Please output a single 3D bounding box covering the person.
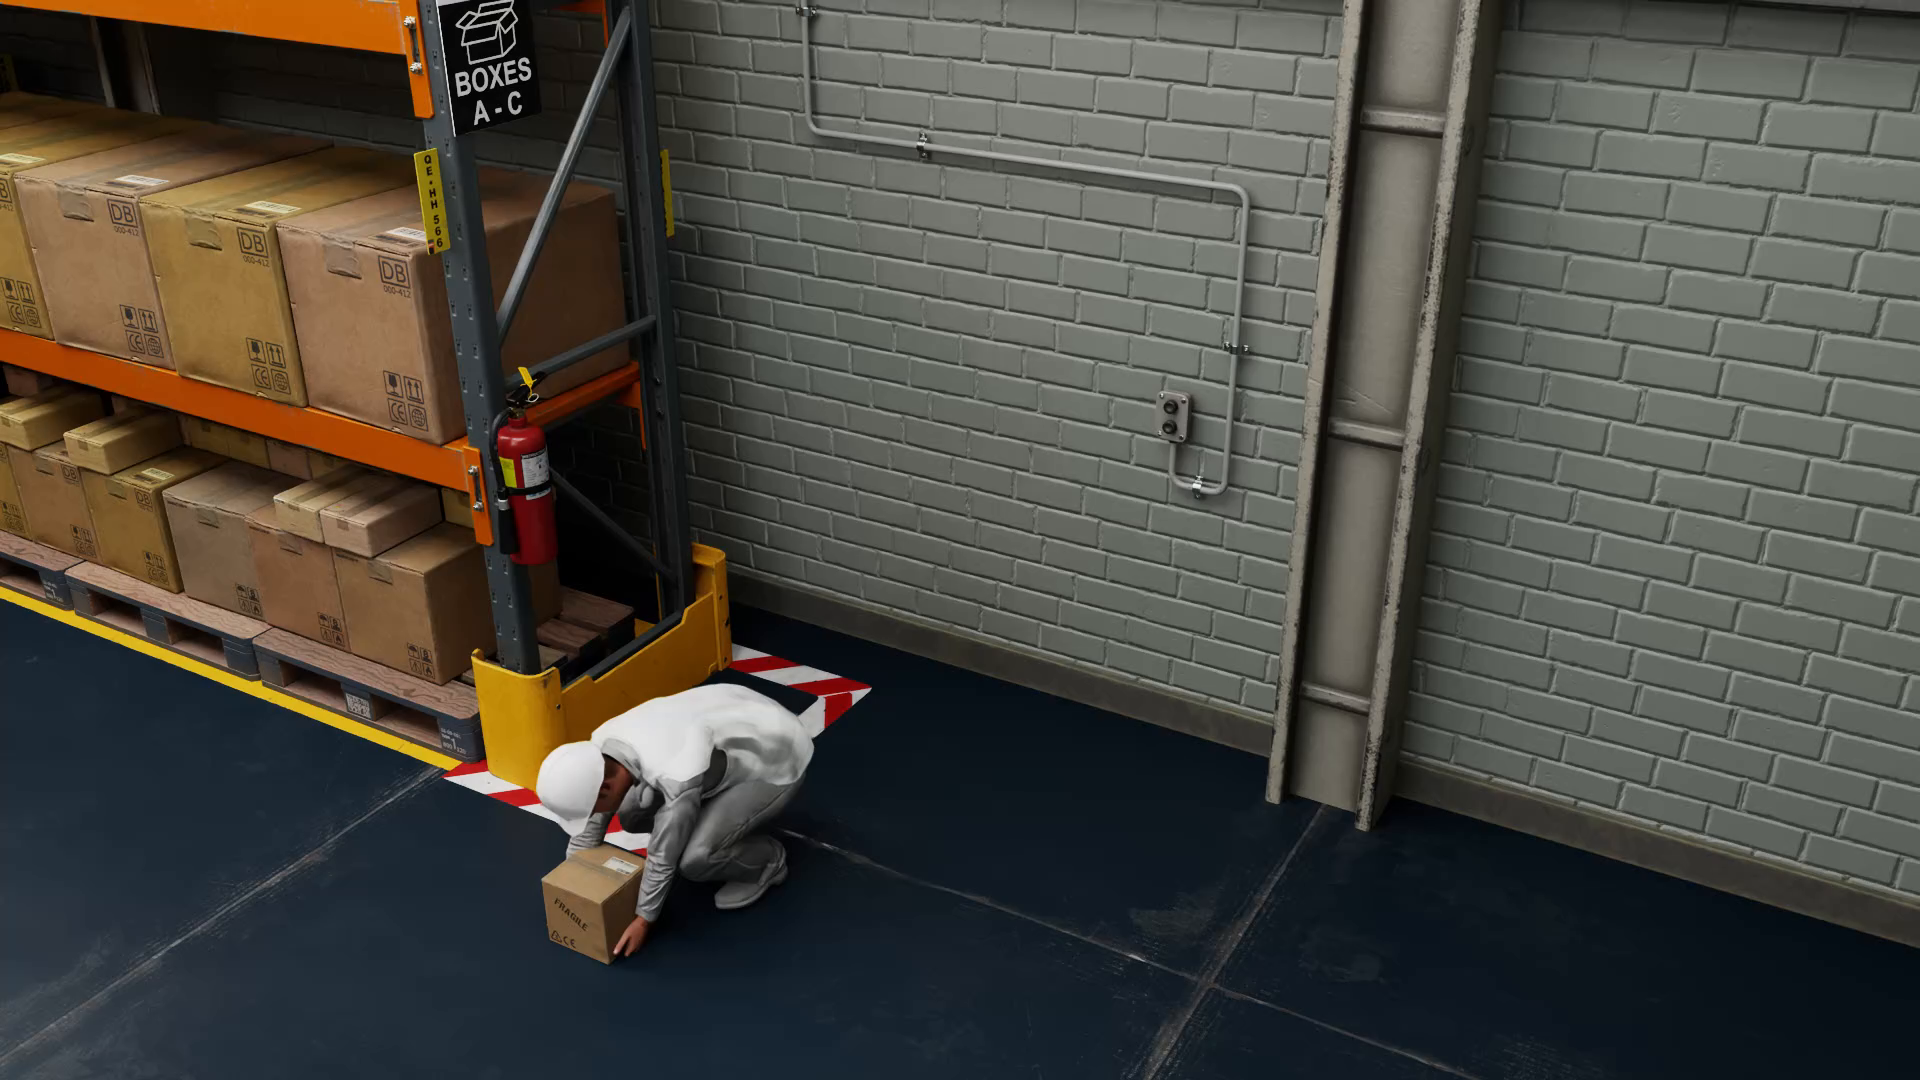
[{"bbox_3d":[-0.935,0.890,5.496,0.970,0.838,0.520,-21,33,-36],"label":"person"}]
